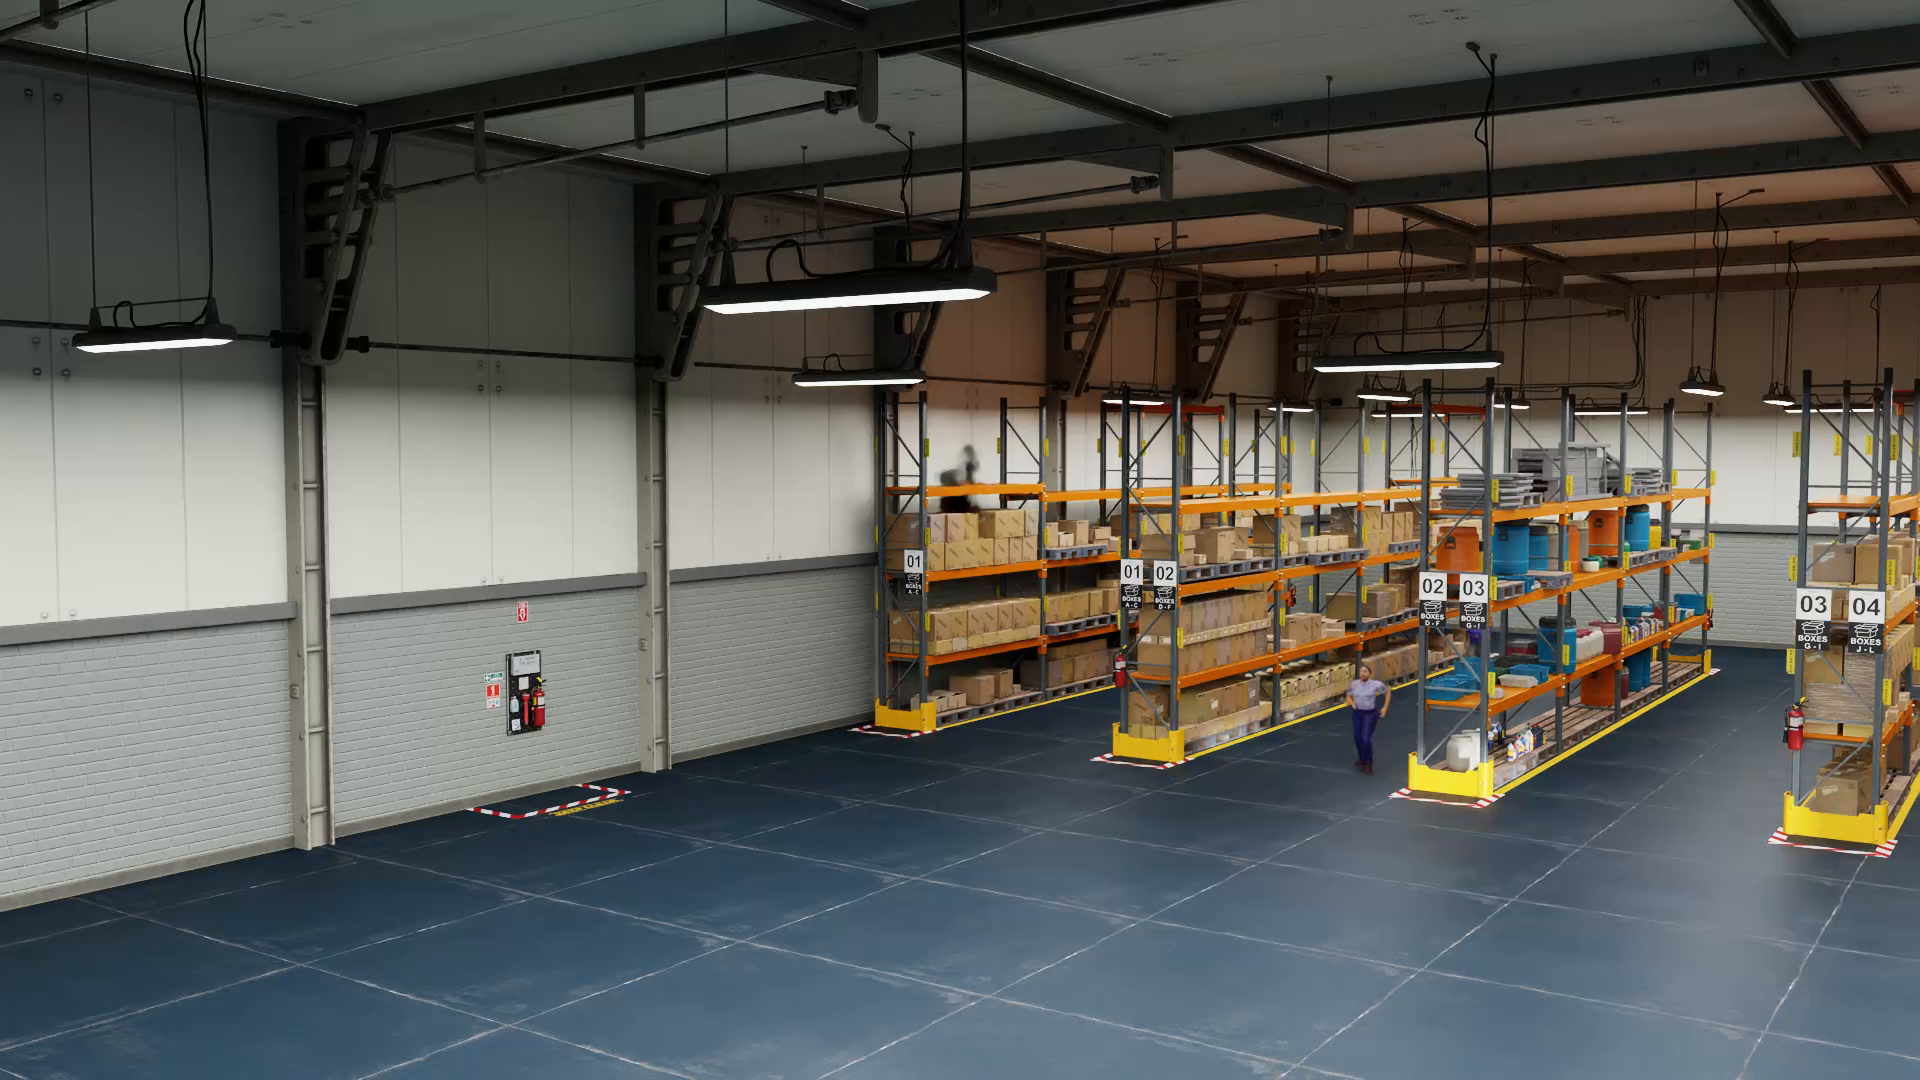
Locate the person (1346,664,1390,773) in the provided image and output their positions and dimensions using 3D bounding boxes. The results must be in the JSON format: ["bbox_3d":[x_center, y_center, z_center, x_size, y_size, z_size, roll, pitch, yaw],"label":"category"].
[{"bbox_3d":[6.281,2.774,25.732,0.628,1.705,0.695,2,4,33],"label":"person"}]

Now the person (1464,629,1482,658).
[{"bbox_3d":[10.593,2.283,34.077,0.549,1.717,0.764,2,4,26],"label":"person"}]
